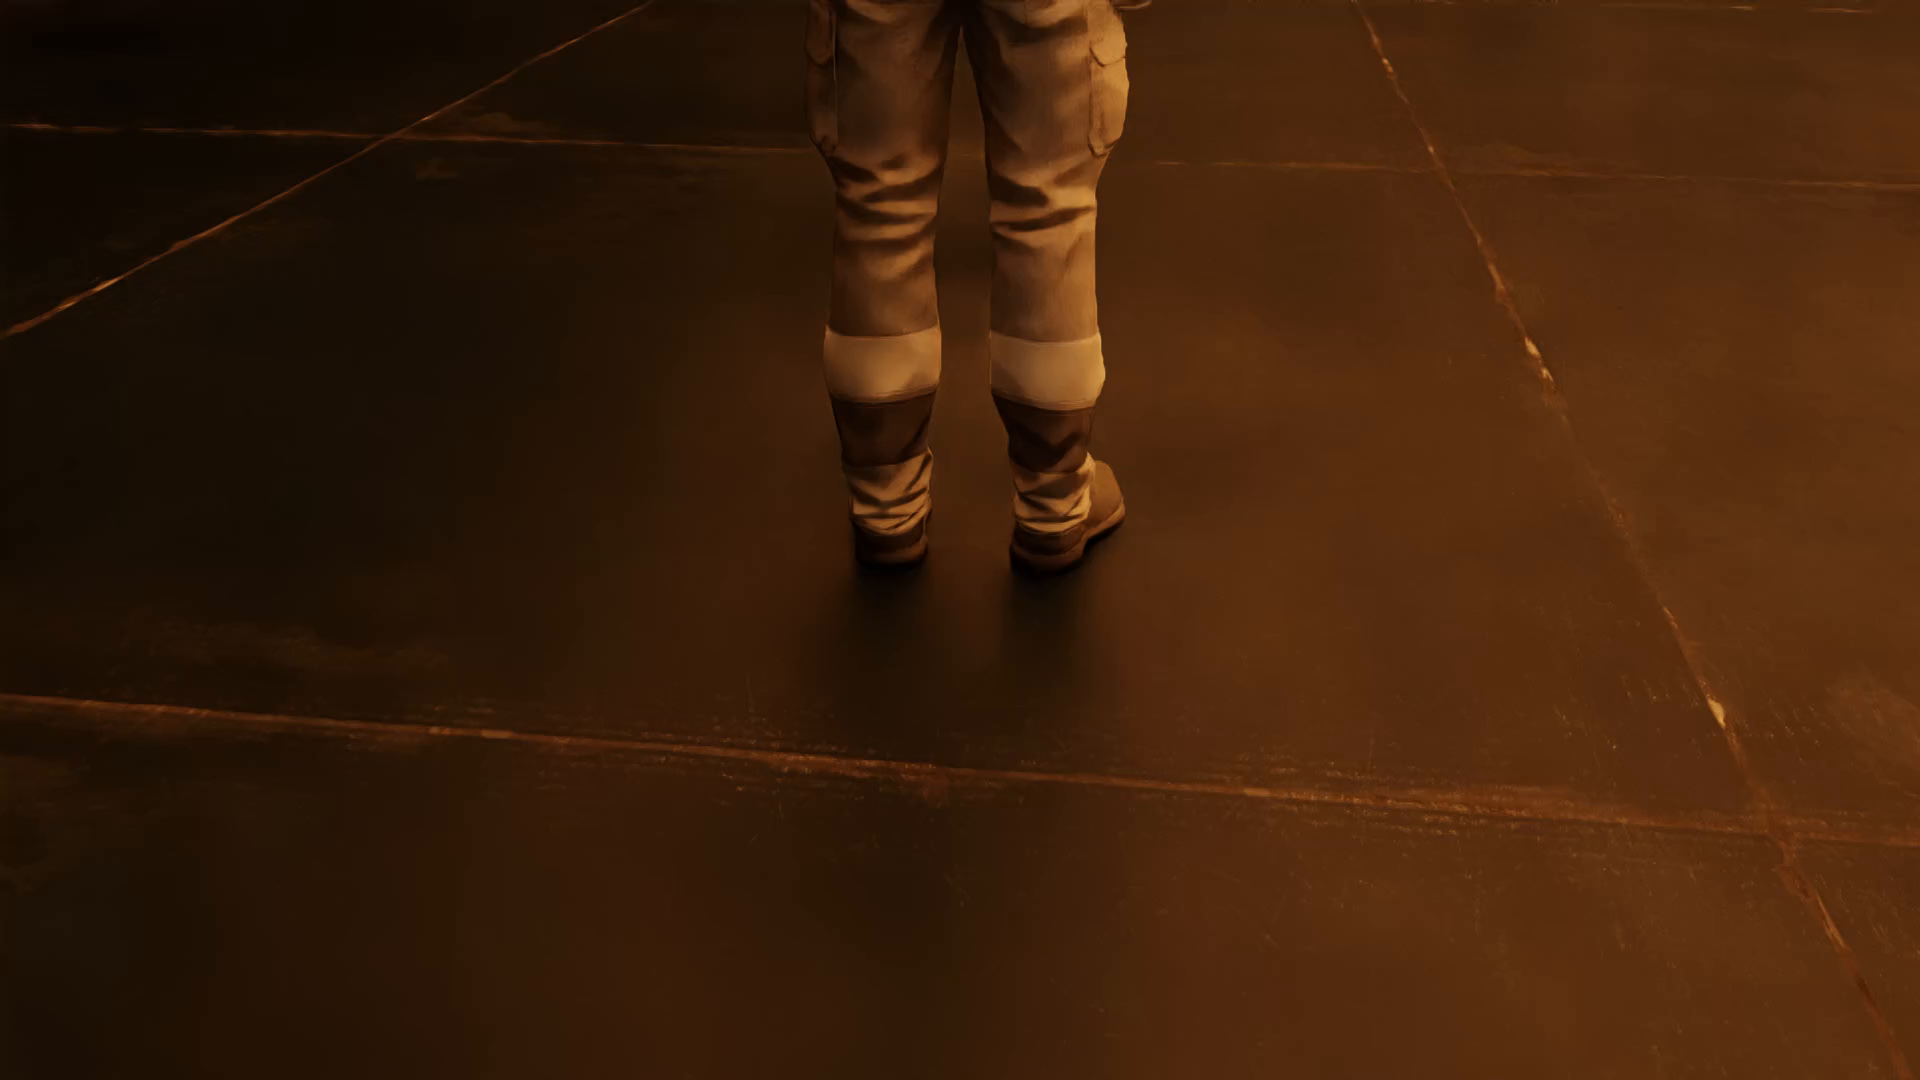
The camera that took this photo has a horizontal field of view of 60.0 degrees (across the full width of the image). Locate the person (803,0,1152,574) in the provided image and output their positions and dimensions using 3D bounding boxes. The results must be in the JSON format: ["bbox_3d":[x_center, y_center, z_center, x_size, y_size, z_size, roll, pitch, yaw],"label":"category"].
[{"bbox_3d":[0.002,-0.811,2.119,0.540,1.795,0.349,3,27,7],"label":"person"}]
